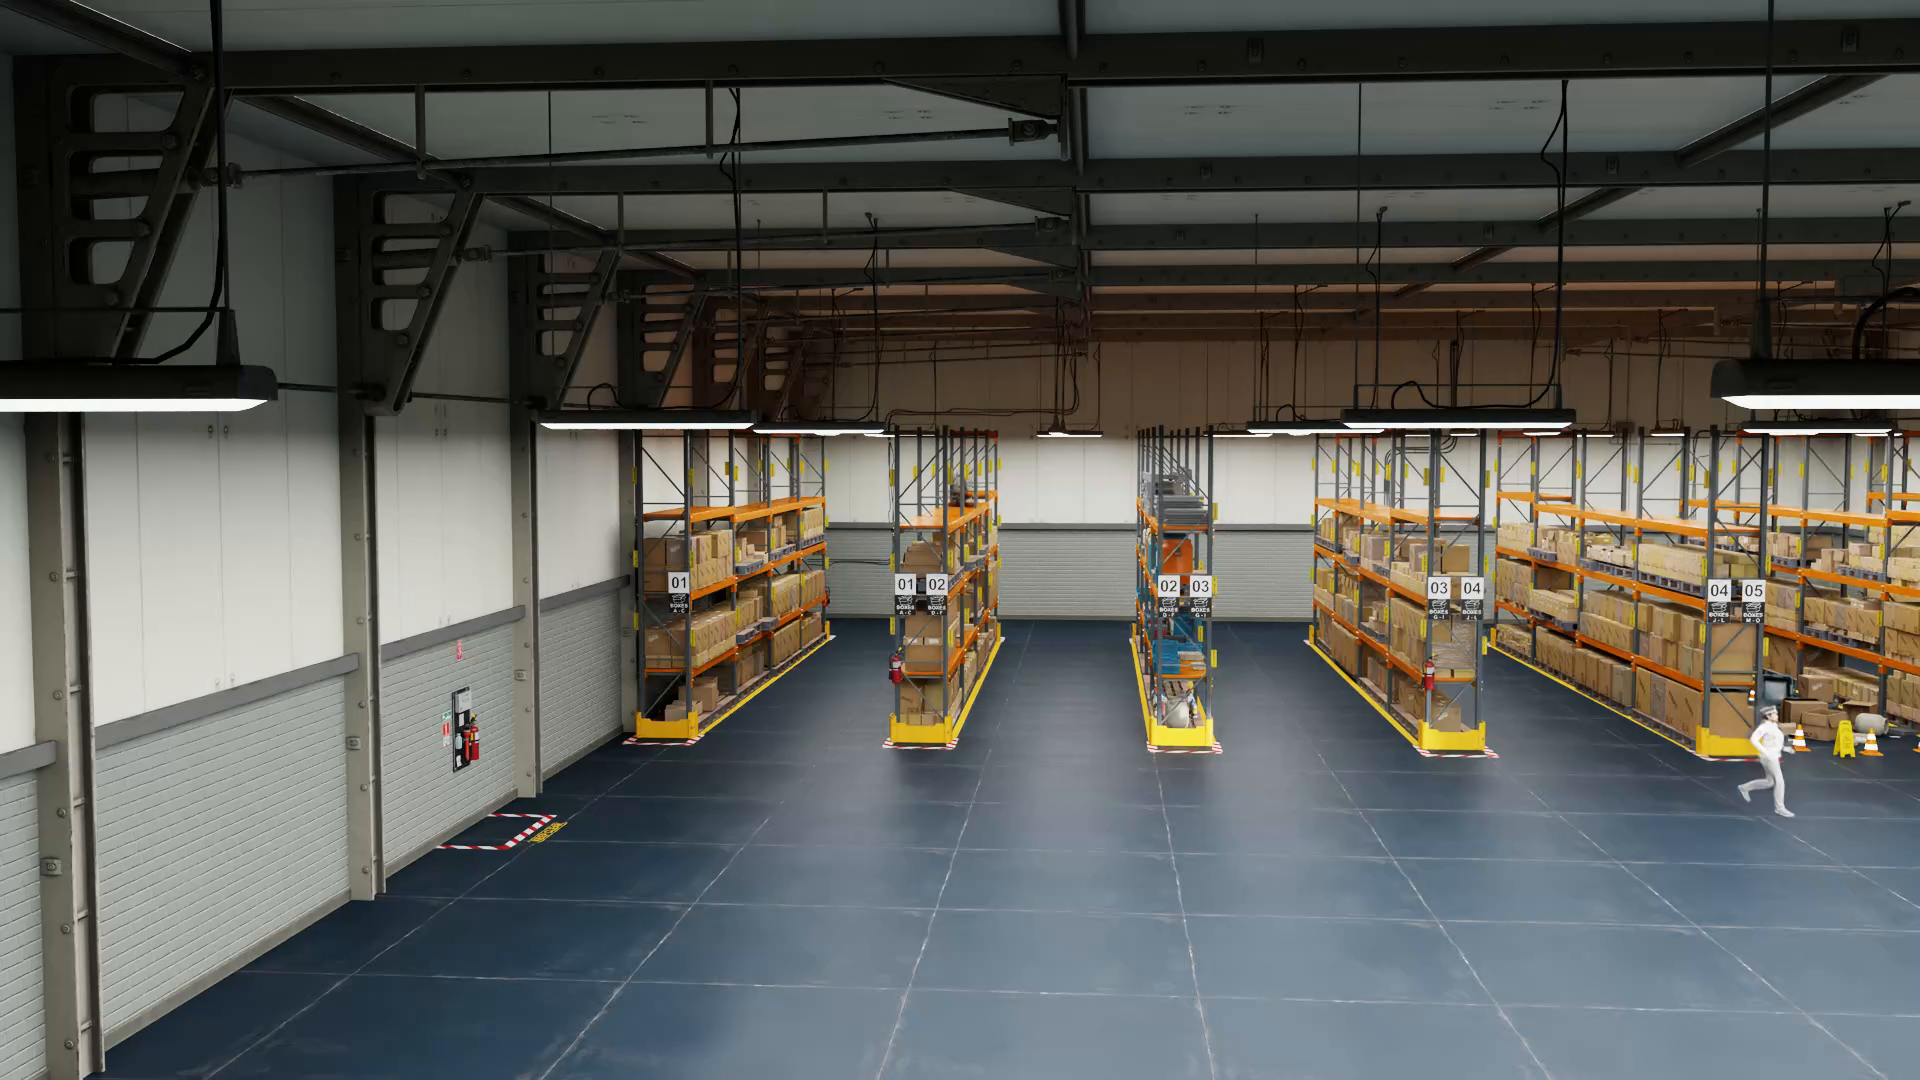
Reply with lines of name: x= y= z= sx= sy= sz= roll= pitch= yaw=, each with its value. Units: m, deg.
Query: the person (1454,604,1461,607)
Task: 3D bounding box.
person: x=13.486 y=2.229 z=45.332 sx=0.736 sy=1.590 sz=1.004 roll=1 pitch=4 yaw=22

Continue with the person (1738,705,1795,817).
person: x=12.389 y=3.362 z=25.489 sx=0.802 sy=1.696 sz=0.618 roll=3 pitch=5 yaw=41
